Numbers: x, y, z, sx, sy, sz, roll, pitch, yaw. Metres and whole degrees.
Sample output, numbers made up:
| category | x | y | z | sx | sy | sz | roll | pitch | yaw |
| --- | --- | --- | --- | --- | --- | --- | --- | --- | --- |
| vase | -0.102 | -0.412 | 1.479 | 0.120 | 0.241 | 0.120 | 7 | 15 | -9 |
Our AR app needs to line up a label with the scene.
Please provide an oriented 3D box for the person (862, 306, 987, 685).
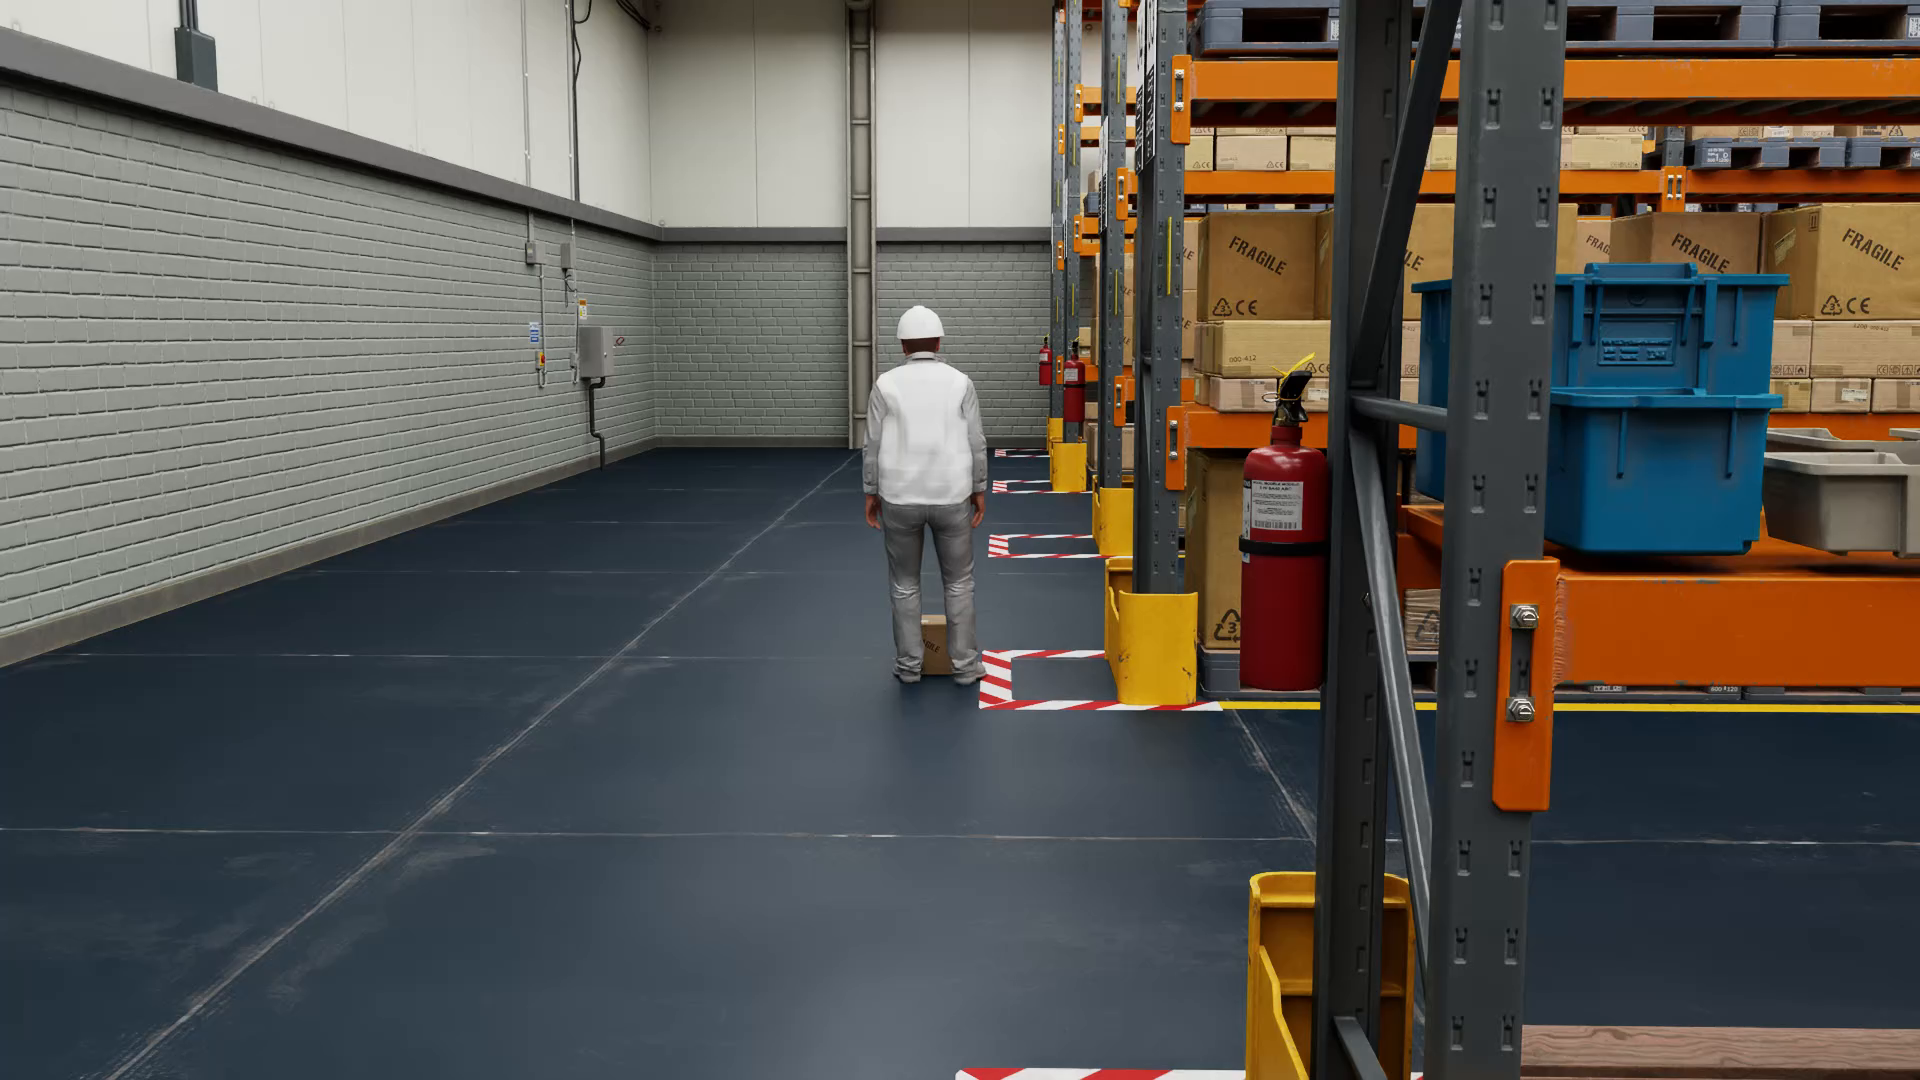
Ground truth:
| category | x | y | z | sx | sy | sz | roll | pitch | yaw |
| --- | --- | --- | --- | --- | --- | --- | --- | --- | --- |
| person | -0.162 | -0.209 | 7.820 | 0.594 | 1.772 | 0.471 | 0 | 7 | -2 |
